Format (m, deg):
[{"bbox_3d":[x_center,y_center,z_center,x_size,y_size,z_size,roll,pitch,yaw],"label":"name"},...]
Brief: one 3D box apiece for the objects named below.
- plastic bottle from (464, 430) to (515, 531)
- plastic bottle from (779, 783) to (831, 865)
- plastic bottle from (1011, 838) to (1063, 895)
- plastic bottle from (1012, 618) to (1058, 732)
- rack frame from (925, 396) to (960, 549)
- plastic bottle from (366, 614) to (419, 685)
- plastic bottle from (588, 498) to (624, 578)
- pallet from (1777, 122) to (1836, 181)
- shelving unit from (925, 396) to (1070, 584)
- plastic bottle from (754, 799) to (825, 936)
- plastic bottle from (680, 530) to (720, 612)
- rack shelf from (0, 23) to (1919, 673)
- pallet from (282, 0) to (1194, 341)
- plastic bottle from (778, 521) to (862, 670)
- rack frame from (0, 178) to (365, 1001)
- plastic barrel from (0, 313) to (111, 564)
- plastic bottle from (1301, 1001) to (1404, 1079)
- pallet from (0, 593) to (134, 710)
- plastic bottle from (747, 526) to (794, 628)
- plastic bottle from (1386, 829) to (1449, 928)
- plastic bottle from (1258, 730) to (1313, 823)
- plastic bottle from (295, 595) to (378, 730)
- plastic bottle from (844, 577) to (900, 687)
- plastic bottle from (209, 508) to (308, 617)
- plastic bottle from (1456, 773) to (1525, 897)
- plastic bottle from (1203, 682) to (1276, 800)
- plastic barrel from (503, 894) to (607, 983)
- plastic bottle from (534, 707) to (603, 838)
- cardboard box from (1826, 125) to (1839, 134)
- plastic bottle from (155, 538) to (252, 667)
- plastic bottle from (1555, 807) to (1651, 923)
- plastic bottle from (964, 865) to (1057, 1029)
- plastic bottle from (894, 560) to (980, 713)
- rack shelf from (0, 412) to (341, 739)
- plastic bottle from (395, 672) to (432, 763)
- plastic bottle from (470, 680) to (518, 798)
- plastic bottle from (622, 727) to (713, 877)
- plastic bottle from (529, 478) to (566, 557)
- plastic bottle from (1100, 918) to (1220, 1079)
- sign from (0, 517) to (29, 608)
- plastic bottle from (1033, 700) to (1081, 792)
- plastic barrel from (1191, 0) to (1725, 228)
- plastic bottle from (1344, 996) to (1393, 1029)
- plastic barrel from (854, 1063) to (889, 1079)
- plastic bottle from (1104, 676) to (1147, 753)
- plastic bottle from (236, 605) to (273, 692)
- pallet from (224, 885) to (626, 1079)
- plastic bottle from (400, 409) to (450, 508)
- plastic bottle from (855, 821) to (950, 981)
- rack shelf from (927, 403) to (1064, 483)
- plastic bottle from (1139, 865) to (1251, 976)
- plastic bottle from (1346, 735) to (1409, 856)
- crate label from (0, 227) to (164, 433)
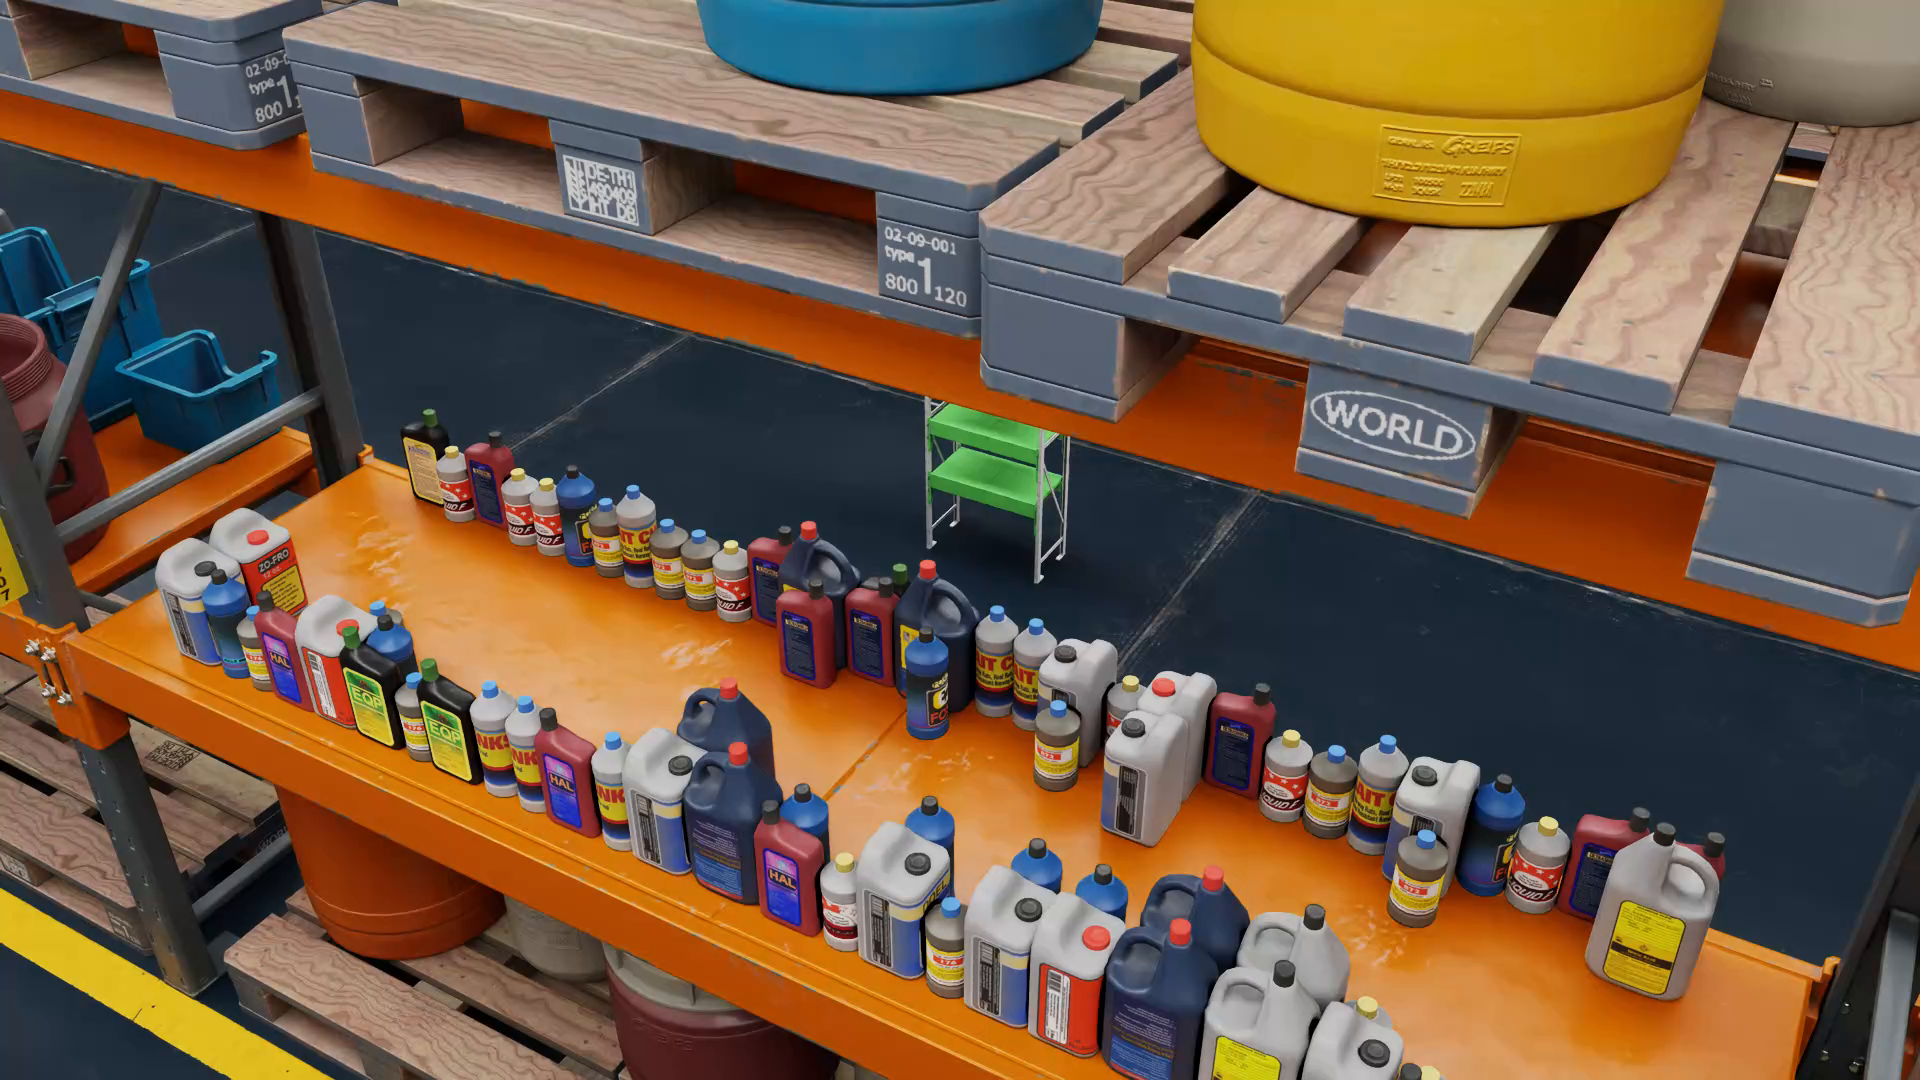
[{"bbox_3d":[-1.237,-0.168,4.401,0.133,0.283,0.061,18,37,24],"label":"plastic bottle"},{"bbox_3d":[-0.303,0.590,3.273,0.097,0.271,0.097,0,34,0],"label":"plastic bottle"},{"bbox_3d":[0.144,0.674,3.148,0.097,0.271,0.097,0,34,0],"label":"plastic bottle"},{"bbox_3d":[0.167,0.294,3.719,0.097,0.271,0.097,0,34,0],"label":"plastic bottle"},{"bbox_3d":[-0.068,-0.521,6.450,0.015,1.200,0.240,18,37,24],"label":"rack frame"},{"bbox_3d":[-1.266,0.285,3.731,0.097,0.271,0.097,0,34,0],"label":"plastic bottle"},{"bbox_3d":[-0.893,-0.013,4.242,0.097,0.201,0.097,0,34,0],"label":"plastic bottle"},{"bbox_3d":[3.294,-1.661,6.711,1.213,0.211,1.003,18,37,24],"label":"pallet"},{"bbox_3d":[0.144,-0.454,6.349,0.503,1.200,0.258,18,37,24],"label":"shelving unit"},{"bbox_3d":[-0.327,0.628,3.205,0.133,0.283,0.061,18,37,24],"label":"plastic bottle"},{"bbox_3d":[-0.639,0.068,4.122,0.097,0.201,0.097,0,34,0],"label":"plastic bottle"},{"bbox_3d":[-0.264,-0.585,2.865,4.000,0.370,1.077,18,37,24],"label":"rack shelf"},{"bbox_3d":[-0.243,-0.735,2.611,1.213,0.211,1.003,18,37,24],"label":"pallet"},{"bbox_3d":[-0.328,0.119,3.910,0.185,0.351,0.144,18,37,24],"label":"plastic bottle"},{"bbox_3d":[-2.001,-0.186,4.323,0.127,3.000,1.000,18,37,24],"label":"rack frame"},{"bbox_3d":[-2.554,-0.224,4.258,0.708,0.536,0.600,18,37,24],"label":"plastic barrel"},{"bbox_3d":[0.652,0.913,2.785,0.135,0.276,0.152,18,37,24],"label":"plastic bottle"},{"bbox_3d":[-3.709,0.407,5.948,1.213,0.211,1.003,18,37,24],"label":"pallet"},{"bbox_3d":[-0.445,0.083,4.024,0.133,0.283,0.061,18,37,24],"label":"plastic bottle"},{"bbox_3d":[0.896,0.651,3.245,0.097,0.201,0.097,0,34,0],"label":"plastic bottle"},{"bbox_3d":[0.686,0.487,3.491,0.097,0.201,0.097,0,34,0],"label":"plastic bottle"},{"bbox_3d":[-1.384,0.268,3.754,0.135,0.276,0.152,18,37,24],"label":"plastic bottle"},{"bbox_3d":[-0.199,0.200,3.849,0.133,0.283,0.061,18,37,24],"label":"plastic bottle"},{"bbox_3d":[-1.710,0.067,4.055,0.135,0.276,0.152,18,37,24],"label":"plastic bottle"},{"bbox_3d":[1.056,0.575,3.296,0.097,0.271,0.097,0,34,0],"label":"plastic bottle"},{"bbox_3d":[0.594,0.412,3.530,0.133,0.283,0.061,18,37,24],"label":"plastic bottle"},{"bbox_3d":[-1.033,0.914,4.537,0.421,0.512,0.421,0,34,0],"label":"plastic barrel"},{"bbox_3d":[-0.805,0.477,3.432,0.133,0.283,0.061,18,37,24],"label":"plastic bottle"},{"bbox_3d":[3.633,-1.923,6.462,0.500,0.500,0.700,6,34,9],"label":"cardboard box"},{"bbox_3d":[-1.785,0.140,3.945,0.135,0.276,0.152,18,37,24],"label":"plastic bottle"},{"bbox_3d":[1.250,0.620,3.218,0.133,0.283,0.061,18,37,24],"label":"plastic bottle"},{"bbox_3d":[0.098,0.737,3.049,0.135,0.276,0.152,18,37,24],"label":"plastic bottle"},{"bbox_3d":[-0.052,0.206,3.778,0.185,0.351,0.144,18,37,24],"label":"plastic bottle"},{"bbox_3d":[-3.737,-0.436,5.348,4.000,0.370,1.077,18,37,24],"label":"rack shelf"},{"bbox_3d":[-1.181,0.380,3.652,0.097,0.201,0.097,0,34,0],"label":"plastic bottle"},{"bbox_3d":[-0.980,0.415,3.537,0.097,0.271,0.097,0,34,0],"label":"plastic bottle"},{"bbox_3d":[-0.581,0.522,3.372,0.135,0.276,0.152,18,37,24],"label":"plastic bottle"},{"bbox_3d":[-1.062,-0.066,4.323,0.097,0.201,0.097,0,34,0],"label":"plastic bottle"},{"bbox_3d":[0.351,0.789,2.904,0.185,0.351,0.144,18,37,24],"label":"plastic bottle"},{"bbox_3d":[-2.267,0.013,3.877,0.005,0.325,0.100,18,37,24],"label":"sign"},{"bbox_3d":[0.208,0.433,3.573,0.097,0.201,0.097,0,34,0],"label":"plastic bottle"},{"bbox_3d":[0.579,-0.741,1.901,0.600,0.588,0.600,0,34,0],"label":"plastic barrel"},{"bbox_3d":[0.698,0.879,2.904,0.097,0.201,0.097,0,34,0],"label":"plastic bottle"},{"bbox_3d":[-0.052,1.224,4.071,0.421,0.512,0.421,0,34,0],"label":"plastic barrel"},{"bbox_3d":[0.368,0.387,3.642,0.097,0.201,0.097,0,34,0],"label":"plastic bottle"},{"bbox_3d":[-1.614,0.243,3.857,0.097,0.201,0.097,0,34,0],"label":"plastic bottle"},{"bbox_3d":[-1.295,1.172,4.800,1.213,0.211,1.003,18,37,24],"label":"pallet"},{"bbox_3d":[-1.438,-0.231,4.496,0.133,0.283,0.061,18,37,24],"label":"plastic bottle"},{"bbox_3d":[-0.104,0.673,3.145,0.135,0.276,0.152,18,37,24],"label":"plastic bottle"},{"bbox_3d":[0.144,-0.401,6.384,0.480,0.148,0.258,18,37,24],"label":"rack shelf"},{"bbox_3d":[0.423,0.719,3.008,0.185,0.351,0.144,18,37,24],"label":"plastic bottle"},{"bbox_3d":[0.855,0.512,3.392,0.097,0.271,0.097,0,34,0],"label":"plastic bottle"},{"bbox_3d":[-2.729,-0.604,4.919,0.616,0.435,0.502,18,37,24],"label":"crate label"}]
